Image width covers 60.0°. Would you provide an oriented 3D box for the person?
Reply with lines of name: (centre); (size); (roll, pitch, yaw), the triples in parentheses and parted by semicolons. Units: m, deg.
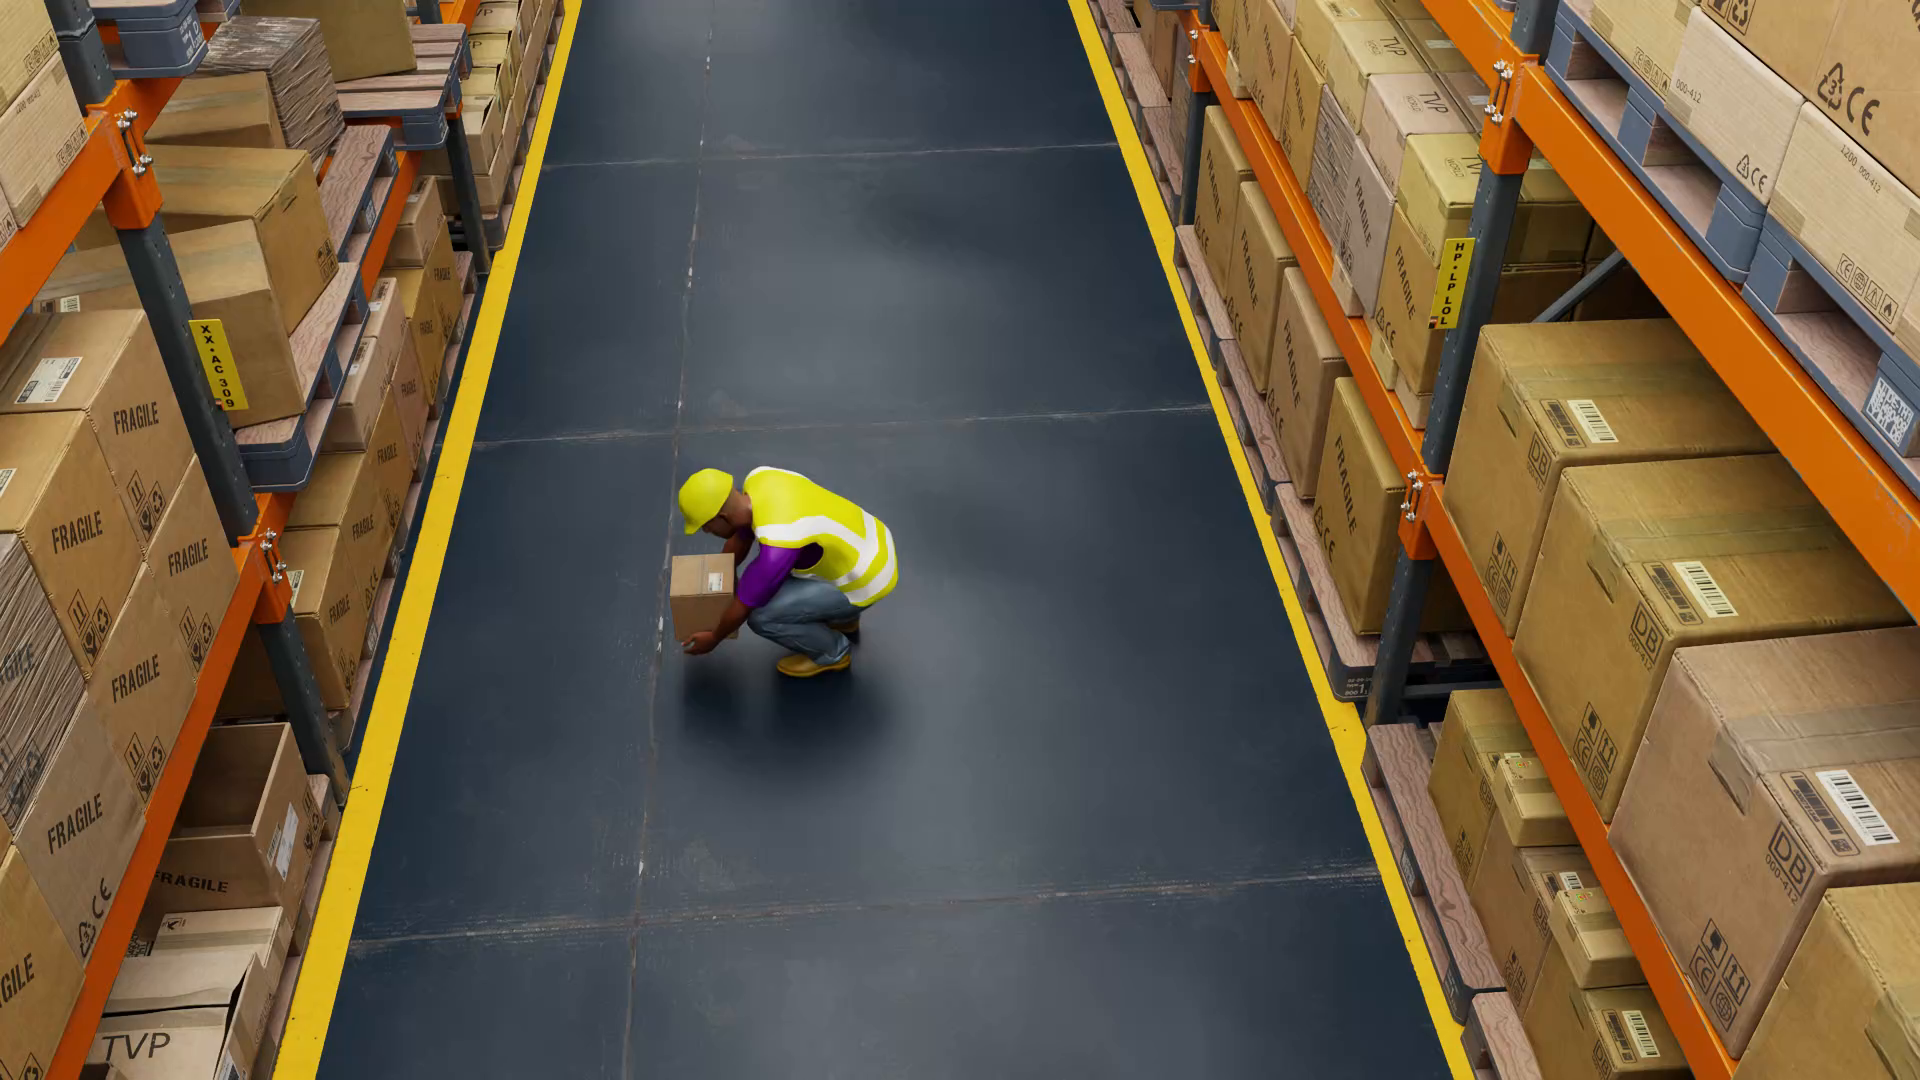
person: (-0.693, 0.095, 6.637); (0.888, 0.996, 0.586); (-3, 39, -4)
